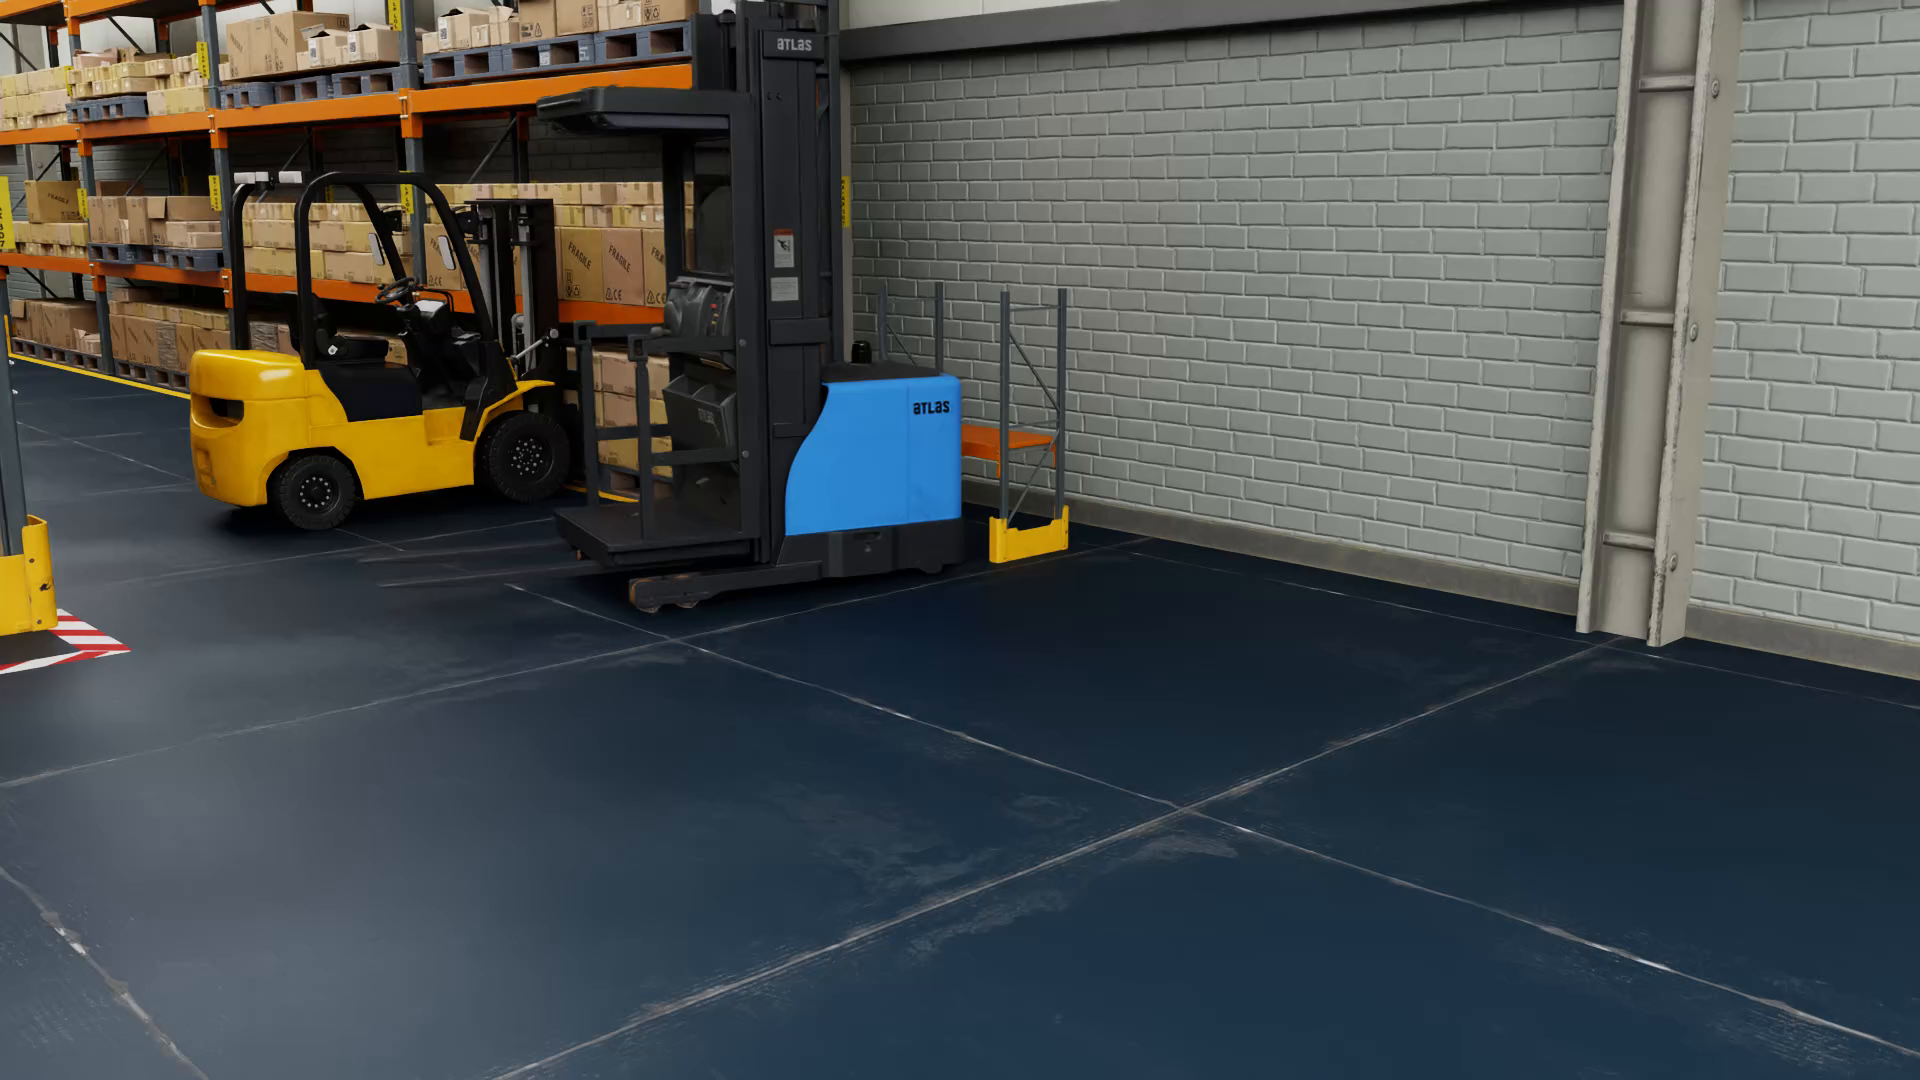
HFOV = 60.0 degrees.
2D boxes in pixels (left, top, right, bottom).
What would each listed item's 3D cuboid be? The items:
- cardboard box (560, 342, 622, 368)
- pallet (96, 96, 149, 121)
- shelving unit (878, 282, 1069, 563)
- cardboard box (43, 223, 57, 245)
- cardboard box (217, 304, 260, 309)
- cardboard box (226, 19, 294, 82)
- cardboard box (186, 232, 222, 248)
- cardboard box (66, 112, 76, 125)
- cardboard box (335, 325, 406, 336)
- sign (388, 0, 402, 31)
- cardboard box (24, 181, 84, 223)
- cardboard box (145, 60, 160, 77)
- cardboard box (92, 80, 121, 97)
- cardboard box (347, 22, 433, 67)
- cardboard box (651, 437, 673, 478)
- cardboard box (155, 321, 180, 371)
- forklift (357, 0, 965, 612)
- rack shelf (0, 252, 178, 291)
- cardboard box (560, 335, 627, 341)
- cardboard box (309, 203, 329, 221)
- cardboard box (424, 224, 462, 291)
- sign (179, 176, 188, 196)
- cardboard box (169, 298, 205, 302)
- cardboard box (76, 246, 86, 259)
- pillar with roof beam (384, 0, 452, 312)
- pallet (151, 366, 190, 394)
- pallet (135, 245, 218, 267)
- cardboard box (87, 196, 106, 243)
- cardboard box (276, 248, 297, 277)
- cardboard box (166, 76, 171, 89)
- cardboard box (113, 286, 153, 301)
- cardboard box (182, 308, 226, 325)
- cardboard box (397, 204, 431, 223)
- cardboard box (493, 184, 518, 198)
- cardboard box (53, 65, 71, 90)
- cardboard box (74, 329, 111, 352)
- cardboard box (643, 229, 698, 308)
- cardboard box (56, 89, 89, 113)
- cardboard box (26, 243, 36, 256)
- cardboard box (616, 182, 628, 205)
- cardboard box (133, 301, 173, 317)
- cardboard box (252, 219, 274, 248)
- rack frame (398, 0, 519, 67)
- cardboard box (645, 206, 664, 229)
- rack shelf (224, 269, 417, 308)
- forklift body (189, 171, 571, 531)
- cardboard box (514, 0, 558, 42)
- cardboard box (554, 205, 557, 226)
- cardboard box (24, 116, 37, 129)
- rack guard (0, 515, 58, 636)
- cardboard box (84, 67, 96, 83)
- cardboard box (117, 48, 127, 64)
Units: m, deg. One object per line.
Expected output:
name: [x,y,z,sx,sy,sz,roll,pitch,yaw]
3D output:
cardboard box: [-2.772,-1.274,11.959,0.500,0.250,0.500,-11,16,-44]
pallet: [-8.341,-4.554,17.612,1.213,0.211,1.003,-11,16,-43]
shelving unit: [0.053,-0.723,9.706,0.587,1.500,1.083,-11,16,-43]
cardboard box: [-10.678,-3.691,20.026,0.500,0.250,0.500,-11,16,-43]
cardboard box: [-7.763,-2.448,17.909,0.380,0.149,0.250,-11,16,-42]
cardboard box: [-6.372,-4.482,15.261,0.500,0.500,0.500,-11,16,-42]
cardboard box: [-7.427,-2.974,16.493,0.380,0.149,0.250,-11,16,-42]
cardboard box: [-9.920,-4.790,18.915,0.380,0.149,0.250,-11,16,-43]
cardboard box: [-5.353,-1.606,15.116,0.625,0.625,0.875,11,16,43]
sign: [-4.320,-4.064,12.710,0.100,0.325,0.005,-11,16,-43]
cardboard box: [-11.066,-4.133,20.315,0.500,0.500,0.500,-10,16,-41]
cardboard box: [-8.044,-4.783,16.909,0.380,0.149,0.250,-11,16,-42]
cardboard box: [-9.028,-4.819,17.770,0.380,0.149,0.250,-11,16,-42]
cardboard box: [-4.610,-4.017,13.472,0.500,0.311,0.500,11,16,43]
cardboard box: [-1.725,-0.565,10.991,0.500,0.250,0.500,-11,16,-42]
cardboard box: [-8.217,-2.085,17.754,0.500,0.500,0.500,11,16,43]
forklift: [-1.523,-1.200,8.474,3.031,2.935,1.130,-6,13,-27]
rack shelf: [-10.840,-3.372,20.627,1.077,0.370,4.000,-11,16,-43]
cardboard box: [-2.754,-1.421,12.671,0.500,0.250,0.500,-11,16,-42]
cardboard box: [-5.473,-2.861,14.507,0.250,0.149,0.380,11,16,44]
cardboard box: [-3.816,-2.213,12.970,0.500,0.500,0.500,11,16,44]
sign: [-9.060,-4.077,19.399,0.100,0.325,0.005,-11,16,-43]
cardboard box: [-8.810,-2.680,19.033,0.380,0.149,0.250,-11,16,-43]
cardboard box: [-10.057,-3.356,19.388,0.380,0.149,0.250,-10,16,-41]
pillar with roof beam: [-8.258,-5.122,12.473,9.100,9.000,0.400,-11,16,-43]
pallet: [-8.023,-1.775,18.004,1.003,0.211,1.213,-11,16,-43]
pallet: [-8.043,-3.038,17.698,1.003,0.211,1.213,-11,16,-43]
cardboard box: [-9.286,-3.585,18.591,0.700,0.500,0.500,-10,16,-41]
cardboard box: [-5.862,-2.528,15.120,0.500,0.250,0.500,11,16,43]
cardboard box: [-7.782,-4.614,16.822,0.380,0.149,0.250,-11,16,-42]
cardboard box: [-9.359,-2.796,18.859,0.380,0.149,0.250,-11,16,-44]
cardboard box: [-7.903,-2.346,17.410,0.380,0.149,0.250,-11,16,-43]
cardboard box: [-4.330,-2.650,13.487,0.380,0.149,0.250,-10,15,-41]
cardboard box: [-3.198,-2.542,12.222,0.380,0.149,0.250,-11,16,-43]
cardboard box: [-9.981,-5.259,18.964,0.500,0.250,0.500,-11,16,-42]
cardboard box: [-10.302,-2.391,19.820,0.396,0.266,0.258,-10,15,-41]
cardboard box: [-1.701,-1.765,10.798,0.500,0.500,0.500,-11,16,-44]
cardboard box: [-9.973,-5.009,18.992,0.500,0.250,0.500,-11,16,-42]
cardboard box: [-11.339,-3.612,20.632,0.250,0.149,0.380,11,16,44]
cardboard box: [-2.083,-2.329,11.190,0.380,0.149,0.250,-11,16,-42]
cardboard box: [-8.971,-2.576,18.530,0.250,0.149,0.380,11,16,42]
cardboard box: [-6.222,-2.848,15.434,0.500,0.250,0.500,-10,15,-41]
rack frame: [-3.934,-5.203,12.865,1.000,3.000,0.127,-11,16,-43]
cardboard box: [-1.812,-2.092,10.779,0.380,0.149,0.250,-11,16,-42]
rack shelf: [-5.315,-2.204,14.960,1.077,0.370,4.000,-11,16,-43]
forklift body: [-3.801,-1.288,10.832,2.313,2.155,1.214,-11,16,-43]
cardboard box: [-2.665,-3.740,11.654,0.797,0.503,0.637,-10,15,-41]
cardboard box: [-2.851,-2.320,11.882,0.380,0.149,0.250,-11,16,-44]
cardboard box: [-11.005,-5.010,19.986,0.380,0.149,0.250,-10,16,-41]
rack guard: [-4.811,0.224,7.583,1.175,0.500,0.348,-11,16,-43]
cardboard box: [-9.189,-5.002,17.920,0.380,0.149,0.250,-11,16,-44]
cardboard box: [-9.198,-5.347,18.566,0.396,0.266,0.258,-11,16,-43]
